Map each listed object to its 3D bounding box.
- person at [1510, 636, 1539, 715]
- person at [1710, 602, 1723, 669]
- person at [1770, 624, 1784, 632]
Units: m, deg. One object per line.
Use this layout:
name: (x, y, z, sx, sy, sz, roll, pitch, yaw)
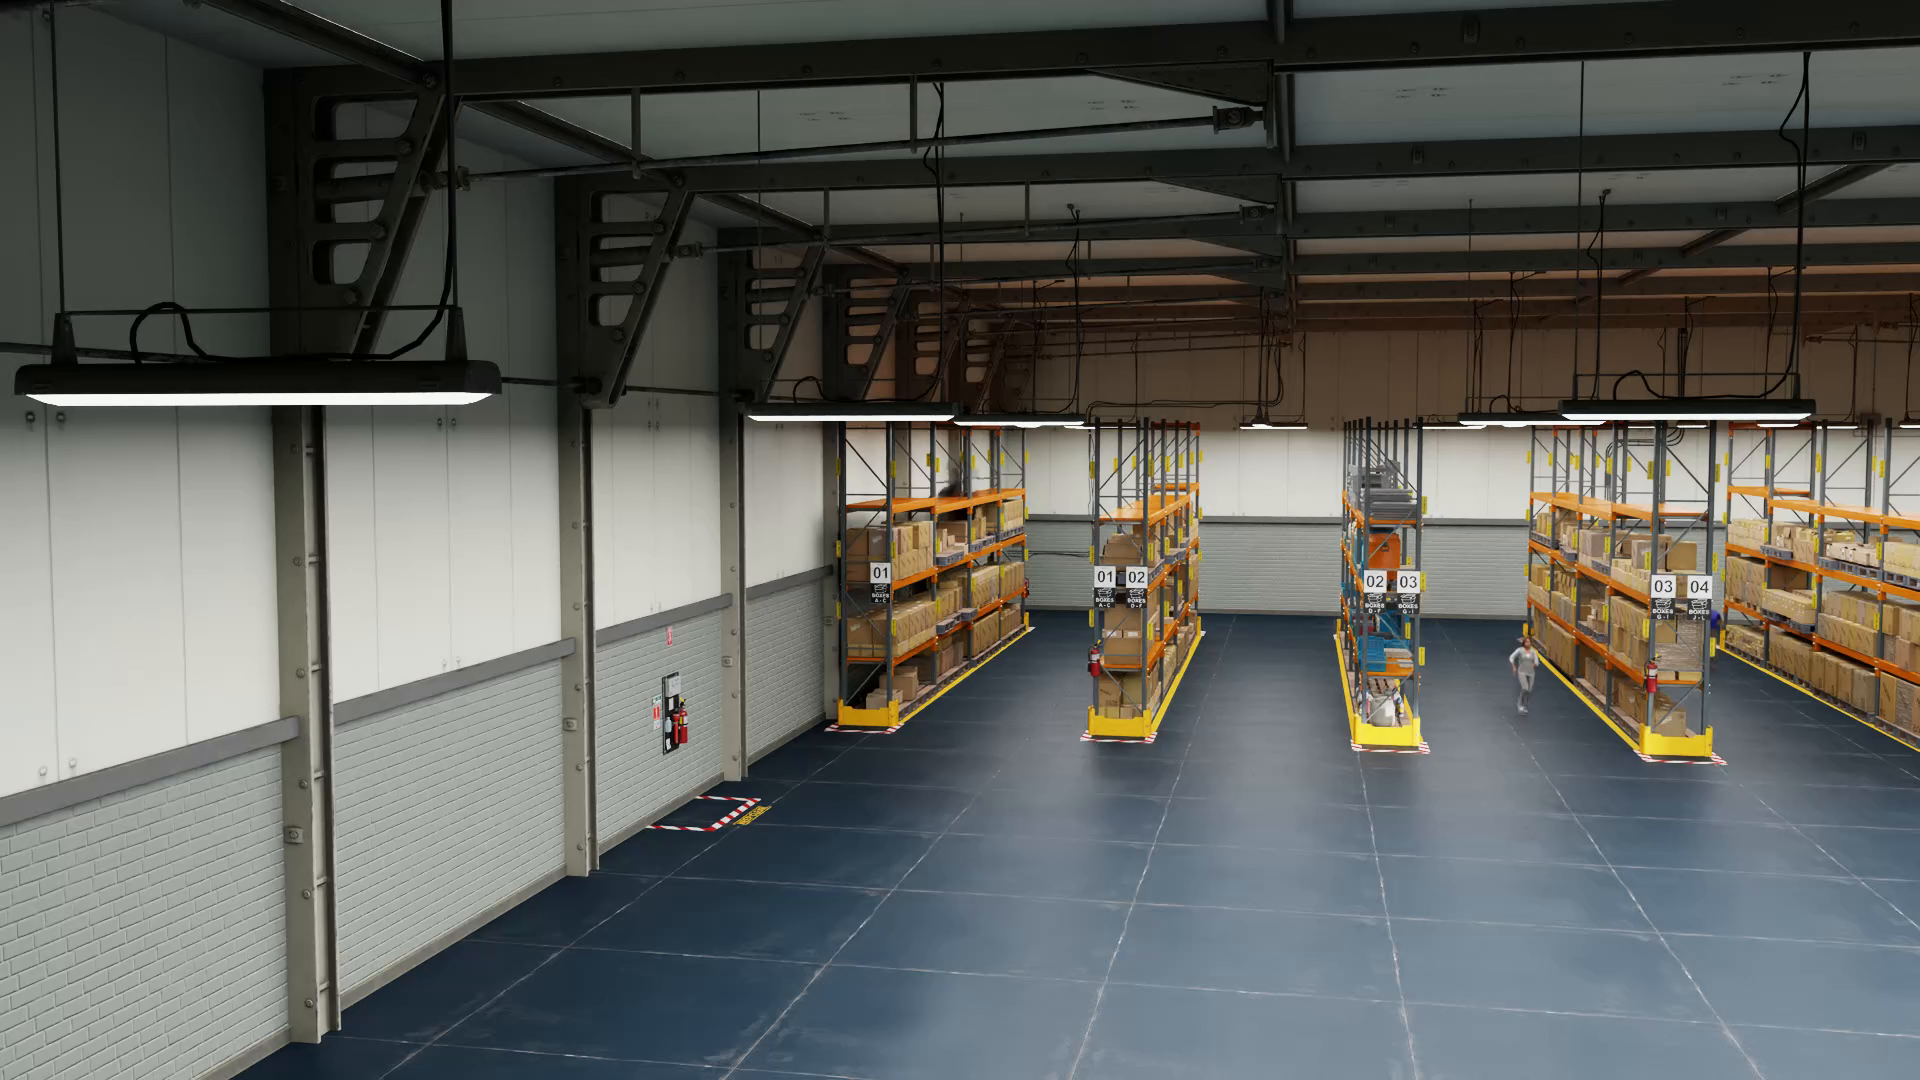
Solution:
person: (11.423, 2.742, 33.576, 0.508, 1.587, 0.657, 0, 4, -2)
person: (18.109, 2.270, 40.138, 0.594, 1.598, 1.044, 1, 4, 15)
person: (22.015, 1.932, 45.183, 0.658, 1.736, 0.746, 1, 4, 12)
